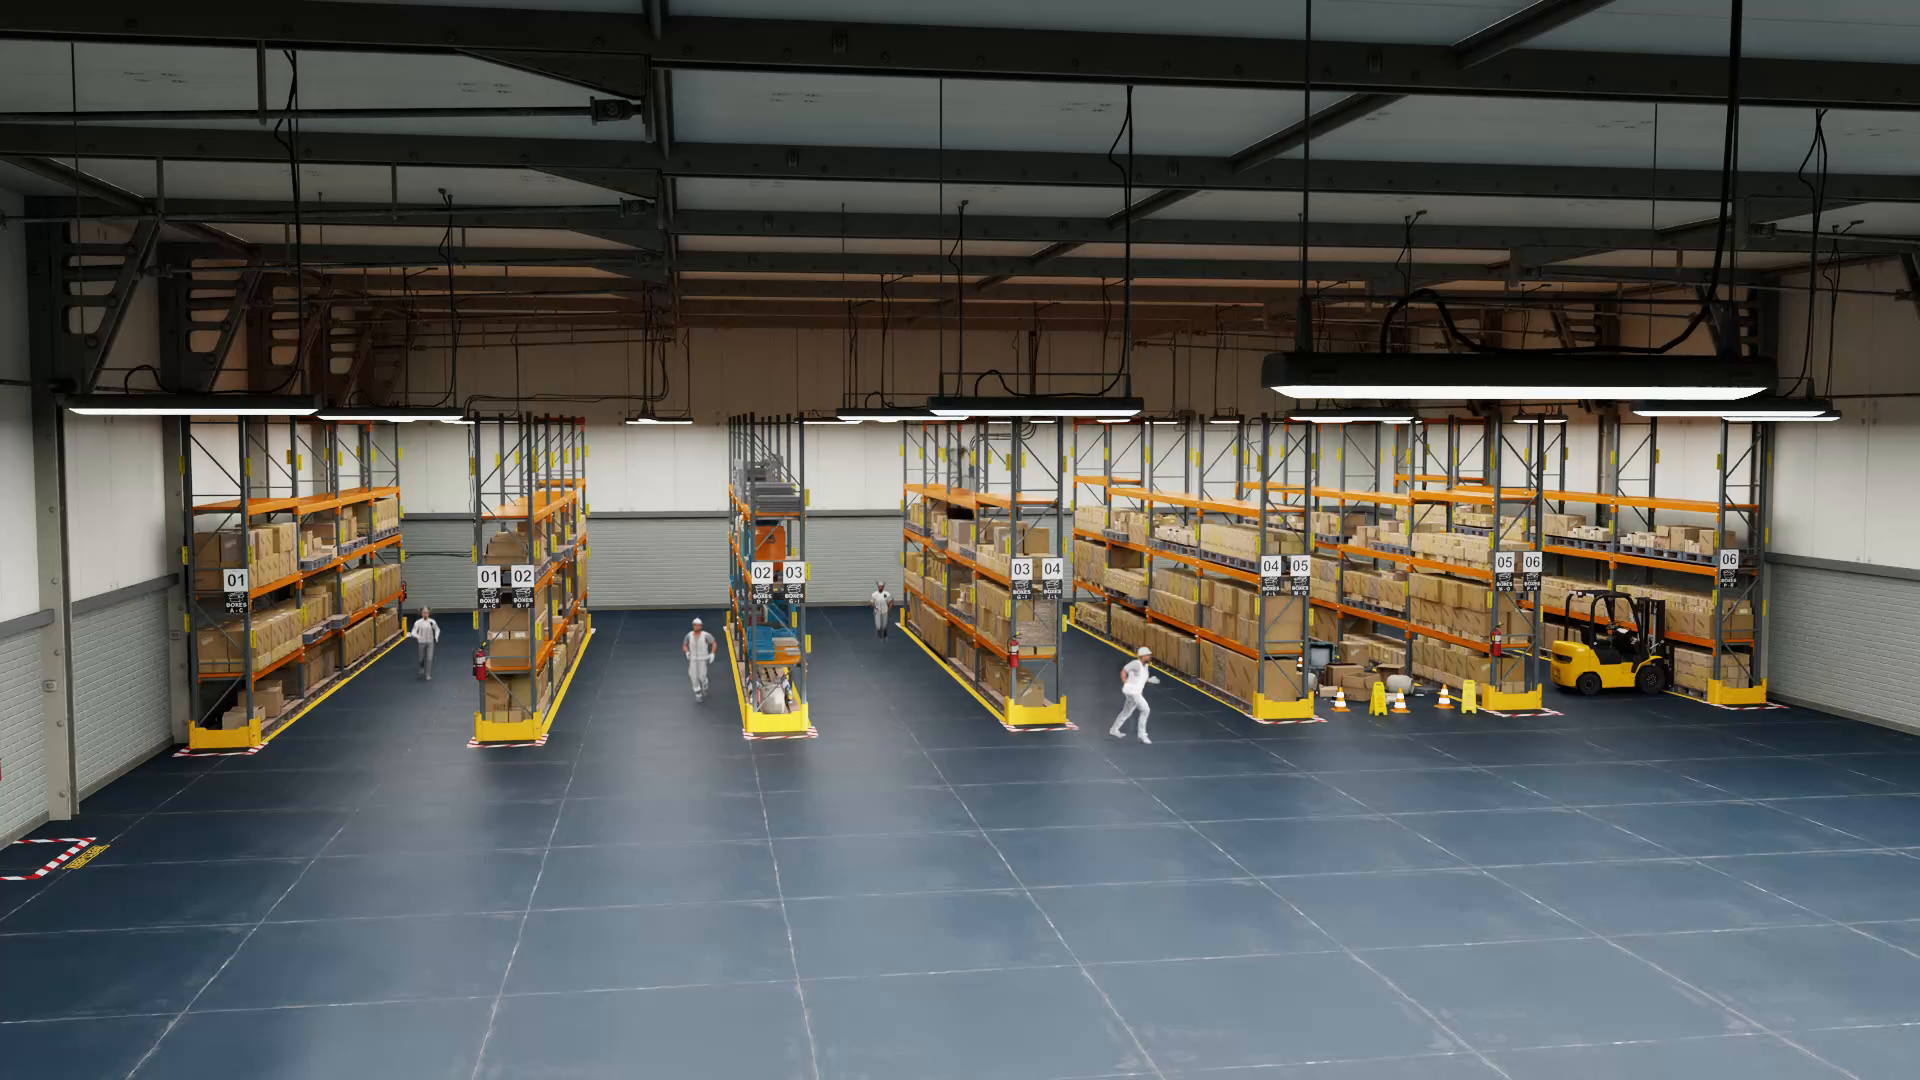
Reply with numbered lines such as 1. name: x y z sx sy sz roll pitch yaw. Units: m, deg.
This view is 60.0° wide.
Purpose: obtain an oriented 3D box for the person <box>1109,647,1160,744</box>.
1. person: 3.139 2.815 30.232 0.917 1.775 0.697 2 4 24

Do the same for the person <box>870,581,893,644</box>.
1. person: -1.982 1.840 42.018 0.569 1.634 0.531 0 4 -1

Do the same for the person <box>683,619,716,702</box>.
1. person: -5.432 2.501 34.574 0.686 1.740 0.622 0 4 3

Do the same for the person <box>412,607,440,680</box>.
1. person: -12.100 2.328 37.721 0.625 1.654 0.723 -2 4 -22
